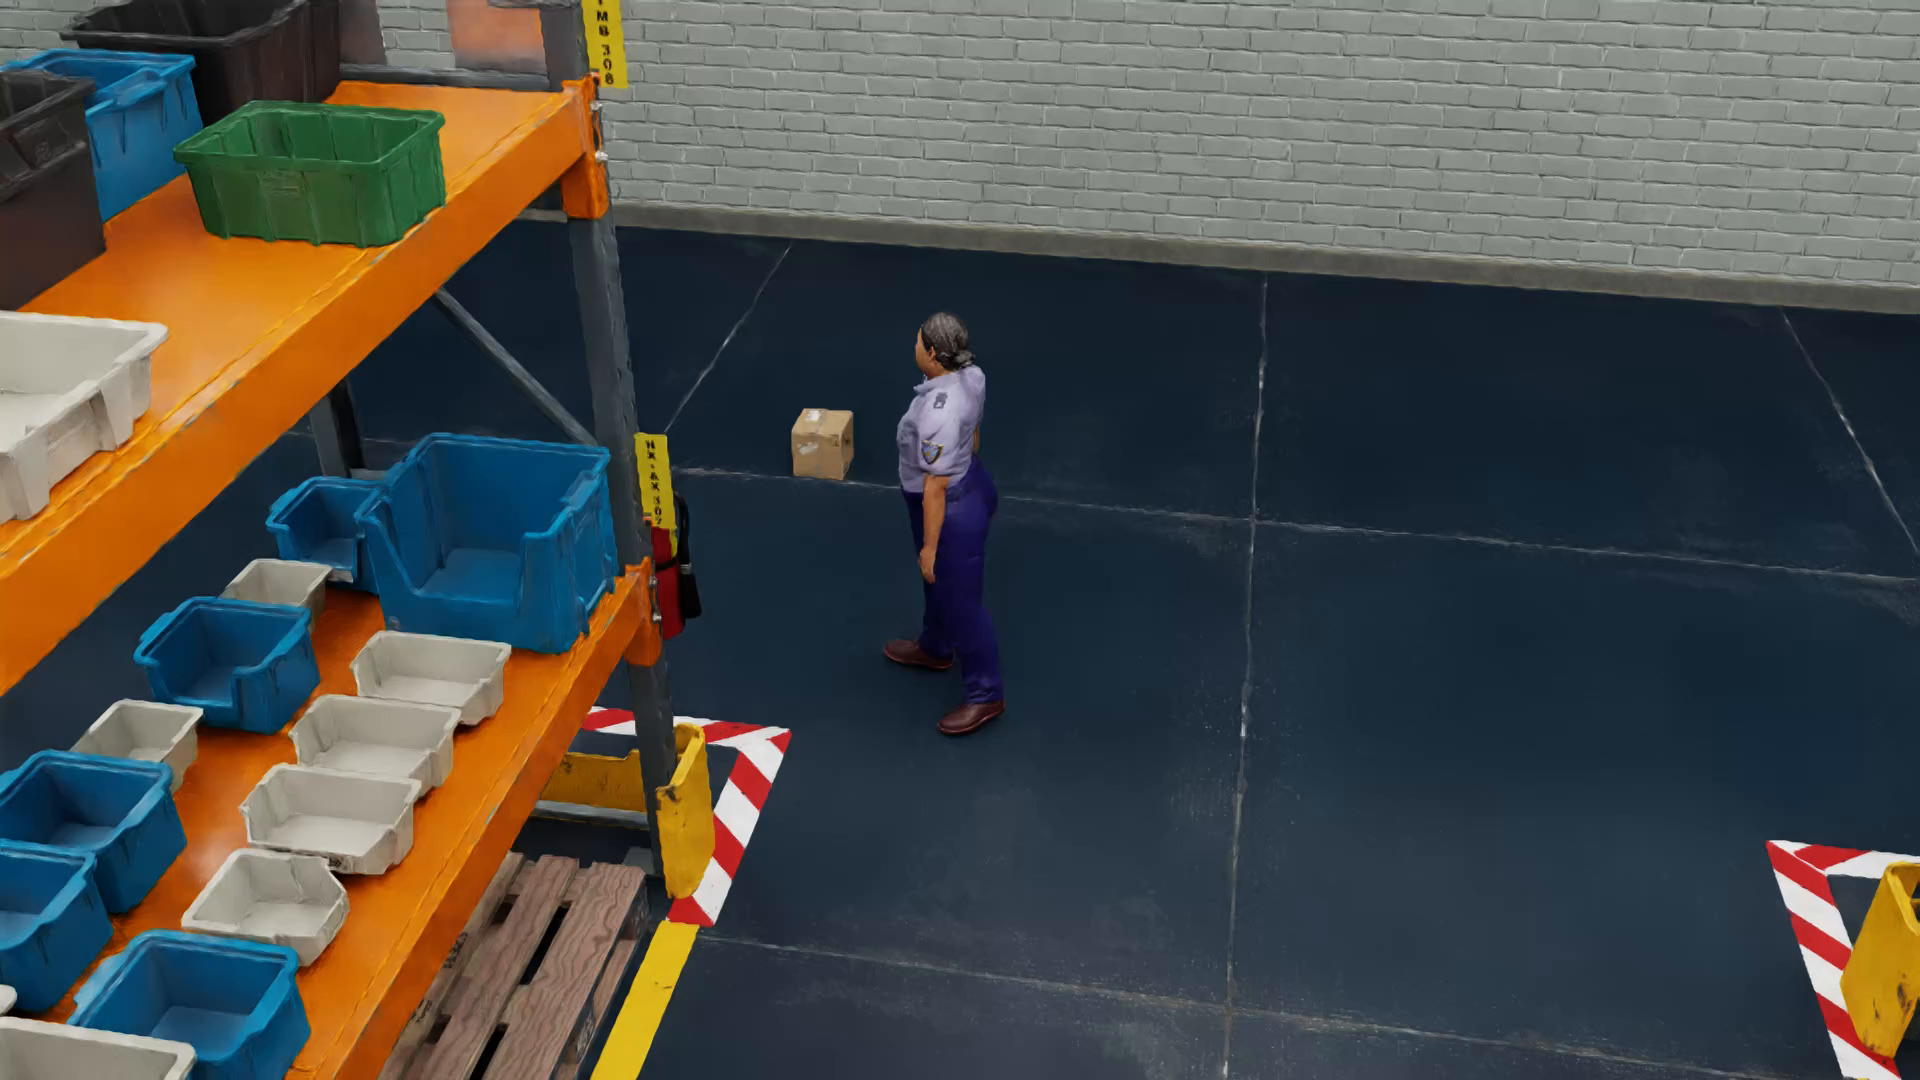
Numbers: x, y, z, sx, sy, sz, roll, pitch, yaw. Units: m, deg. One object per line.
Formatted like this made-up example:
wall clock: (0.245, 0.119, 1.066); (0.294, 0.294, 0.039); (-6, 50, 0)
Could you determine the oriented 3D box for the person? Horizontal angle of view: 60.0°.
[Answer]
person: (-0.067, -0.115, 6.305); (0.569, 1.636, 0.671); (7, 33, 11)
